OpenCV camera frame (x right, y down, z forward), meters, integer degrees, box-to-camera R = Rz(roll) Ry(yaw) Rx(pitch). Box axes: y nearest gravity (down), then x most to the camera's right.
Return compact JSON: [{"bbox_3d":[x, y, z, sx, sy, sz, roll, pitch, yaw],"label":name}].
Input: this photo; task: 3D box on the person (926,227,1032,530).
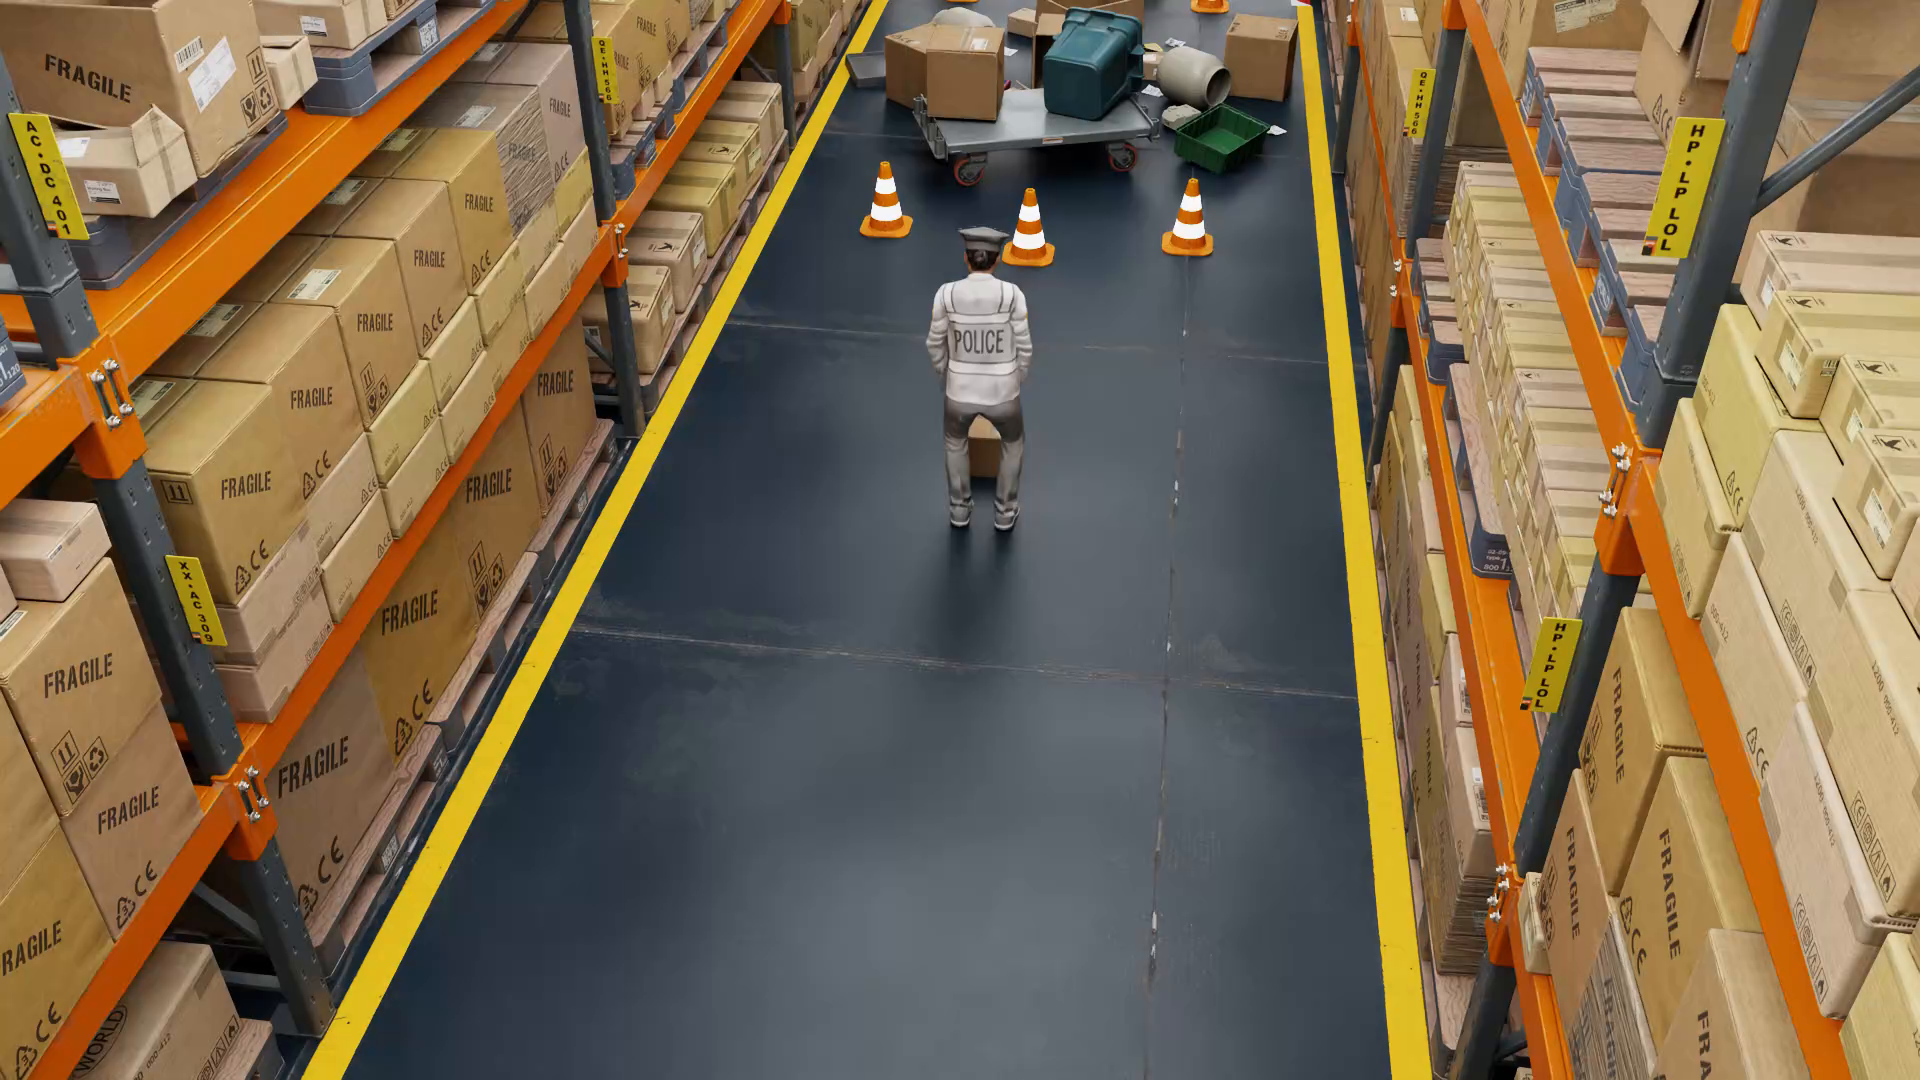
[{"bbox_3d":[0.093,-0.772,8.186,0.520,1.559,0.548,5,37,7],"label":"person"}]
